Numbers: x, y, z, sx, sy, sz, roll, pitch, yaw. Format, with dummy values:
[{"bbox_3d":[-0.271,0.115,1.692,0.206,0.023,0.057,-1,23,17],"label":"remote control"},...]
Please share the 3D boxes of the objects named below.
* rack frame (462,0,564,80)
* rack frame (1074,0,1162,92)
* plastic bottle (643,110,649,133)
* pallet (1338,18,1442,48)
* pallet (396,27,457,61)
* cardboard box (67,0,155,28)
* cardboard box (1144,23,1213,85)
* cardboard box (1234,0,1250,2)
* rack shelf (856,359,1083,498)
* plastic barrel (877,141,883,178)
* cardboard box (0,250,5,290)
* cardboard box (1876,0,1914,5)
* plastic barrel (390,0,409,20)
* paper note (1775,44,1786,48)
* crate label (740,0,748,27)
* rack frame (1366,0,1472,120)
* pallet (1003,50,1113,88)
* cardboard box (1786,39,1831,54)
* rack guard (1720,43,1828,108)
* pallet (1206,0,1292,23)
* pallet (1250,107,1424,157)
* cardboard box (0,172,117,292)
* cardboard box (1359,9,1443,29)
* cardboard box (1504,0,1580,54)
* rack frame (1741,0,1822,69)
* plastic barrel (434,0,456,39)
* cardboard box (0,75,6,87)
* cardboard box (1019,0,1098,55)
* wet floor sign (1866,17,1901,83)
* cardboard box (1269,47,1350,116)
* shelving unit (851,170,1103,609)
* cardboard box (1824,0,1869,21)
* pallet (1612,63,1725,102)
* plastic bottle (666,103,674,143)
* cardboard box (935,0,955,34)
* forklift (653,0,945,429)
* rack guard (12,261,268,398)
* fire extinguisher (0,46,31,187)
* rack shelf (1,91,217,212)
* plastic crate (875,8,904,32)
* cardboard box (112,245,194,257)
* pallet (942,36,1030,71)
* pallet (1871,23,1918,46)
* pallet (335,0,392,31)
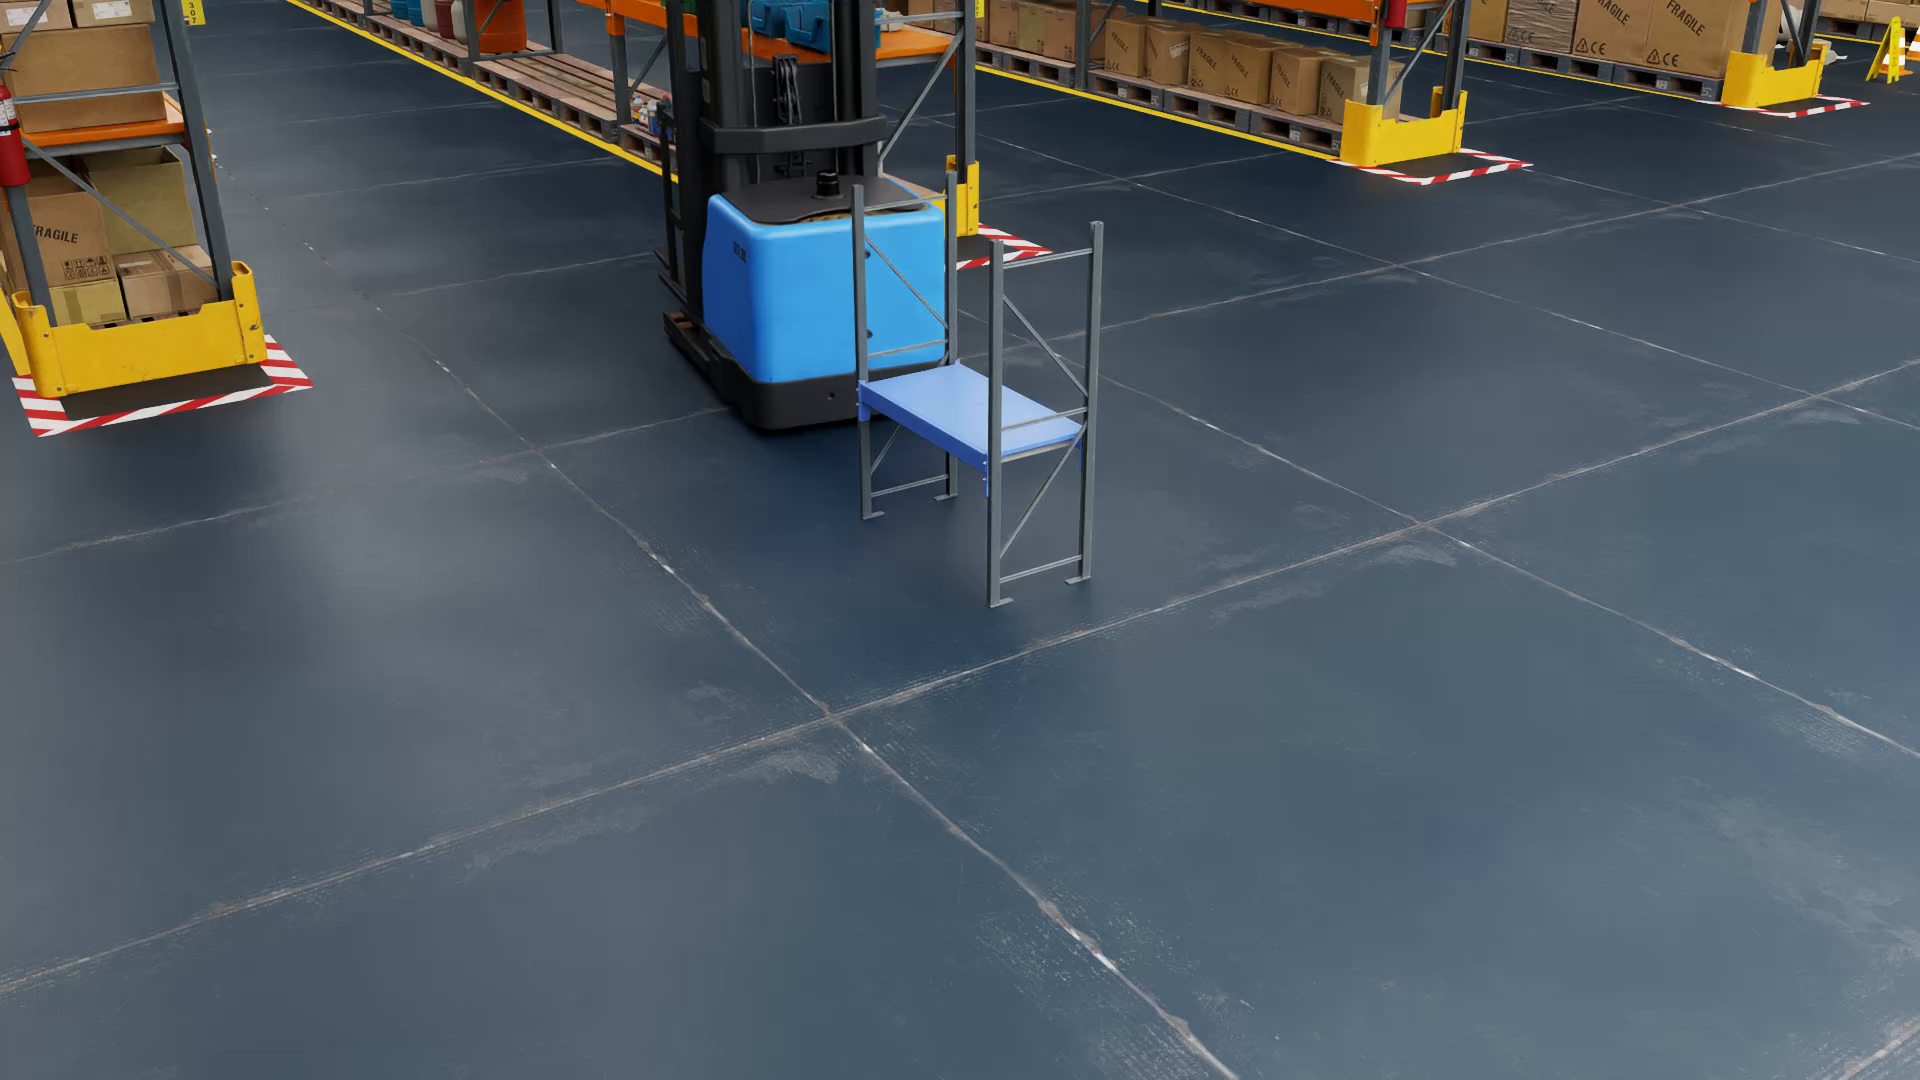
[{"bbox_3d":[-4.712,-6.322,17.128,1.000,3.000,0.127,-16,29,-30],"label":"rack frame"},{"bbox_3d":[1.621,-6.046,16.543,1.000,3.000,0.127,-16,29,-30],"label":"rack frame"},{"bbox_3d":[-2.611,-3.536,13.989,0.097,0.201,0.097,0,25,0],"label":"plastic bottle"},{"bbox_3d":[5.348,-6.163,20.057,1.003,0.211,1.213,-16,29,-30],"label":"pallet"},{"bbox_3d":[-5.839,-5.769,19.224,1.003,0.211,1.213,-16,29,-30],"label":"pallet"},{"bbox_3d":[-4.531,-2.837,8.868,0.380,0.149,0.250,-16,30,-30],"label":"cardboard box"},{"bbox_3d":[2.125,-4.750,16.234,0.500,0.500,0.500,-6,26,-13],"label":"cardboard box"},{"bbox_3d":[3.906,-7.530,21.830,1.050,0.750,0.750,-16,30,-30],"label":"cardboard box"},{"bbox_3d":[0.047,-0.485,6.942,0.538,0.185,1.000,-16,29,-30],"label":"rack shelf"},{"bbox_3d":[-0.768,-2.743,11.969,0.421,0.512,0.421,0,25,0],"label":"plastic barrel"},{"bbox_3d":[-5.595,-1.732,10.133,0.500,0.250,0.500,-16,29,-30],"label":"cardboard box"},{"bbox_3d":[11.164,-6.622,19.613,0.500,0.500,0.500,-14,29,-28],"label":"cardboard box"},{"bbox_3d":[-6.613,-6.795,20.097,0.600,0.901,0.708,-16,29,-30],"label":"plastic barrel"},{"bbox_3d":[9.586,-5.790,19.492,0.148,0.019,0.142,-6,26,-12],"label":"paper note"},{"bbox_3d":[-1.576,-4.072,12.320,0.502,0.435,0.616,-16,29,-30],"label":"crate label"},{"bbox_3d":[3.805,-4.615,13.512,1.000,3.000,0.127,-16,29,-30],"label":"rack frame"},{"bbox_3d":[1.195,-5.063,17.727,1.003,0.211,1.213,-16,29,-30],"label":"pallet"},{"bbox_3d":[9.700,-5.633,19.008,0.380,0.149,0.250,-1,25,-3],"label":"cardboard box"},{"bbox_3d":[8.029,-4.596,16.399,1.175,0.500,0.348,-16,29,-30],"label":"rack guard"},{"bbox_3d":[4.016,-7.036,21.906,1.003,0.211,1.213,-16,29,-30],"label":"pallet"},{"bbox_3d":[3.349,-3.680,14.798,1.003,0.211,1.213,-16,29,-30],"label":"pallet"},{"bbox_3d":[-5.039,-1.716,9.221,0.500,0.500,0.500,-16,29,-30],"label":"cardboard box"},{"bbox_3d":[5.418,-6.539,19.731,1.050,0.750,0.750,-16,29,-30],"label":"cardboard box"},{"bbox_3d":[6.612,-5.832,18.086,0.875,0.875,0.875,-15,29,-29],"label":"cardboard box"},{"bbox_3d":[8.016,-5.735,15.884,1.000,3.000,0.127,-16,29,-30],"label":"rack frame"},{"bbox_3d":[-5.610,-5.996,18.771,0.600,0.588,0.708,-16,29,-30],"label":"plastic barrel"},{"bbox_3d":[-5.032,-2.710,9.359,0.700,0.500,0.500,-15,29,-28],"label":"cardboard box"},{"bbox_3d":[1.059,-5.514,17.829,0.700,0.500,0.500,-16,29,-30],"label":"cardboard box"},{"bbox_3d":[9.690,-5.121,17.342,0.267,0.644,0.232,-22,33,-38],"label":"wet floor sign"},{"bbox_3d":[3.123,-4.108,14.873,0.500,0.500,0.500,-8,26,-16],"label":"cardboard box"},{"bbox_3d":[0.047,-0.648,6.865,0.538,1.500,1.048,-16,29,-30],"label":"shelving unit"},{"bbox_3d":[10.875,-6.470,20.171,0.500,0.250,0.500,-17,30,-31],"label":"cardboard box"},{"bbox_3d":[7.514,-4.741,17.047,1.003,0.211,1.213,-16,29,-30],"label":"pallet"},{"bbox_3d":[-2.333,-3.439,13.610,0.144,0.351,0.185,-17,30,-32],"label":"plastic bottle"},{"bbox_3d":[0.134,-6.114,19.101,0.700,0.500,0.500,-18,31,-34],"label":"cardboard box"},{"bbox_3d":[-1.086,-2.476,9.061,1.130,2.935,3.031,-10,27,-20],"label":"forklift"},{"bbox_3d":[-4.484,-1.169,9.140,1.175,0.500,0.348,-16,29,-30],"label":"rack guard"},{"bbox_3d":[-4.822,-2.122,8.322,0.296,0.674,0.183,-16,29,-30],"label":"fire extinguisher"},{"bbox_3d":[-5.589,-2.698,10.293,1.077,0.370,4.000,-16,29,-30],"label":"rack shelf"},{"bbox_3d":[-0.564,-3.736,11.960,0.298,0.136,0.250,-16,29,-30],"label":"plastic crate"},{"bbox_3d":[-4.880,-1.676,10.015,0.500,0.250,0.500,-16,29,-30],"label":"cardboard box"},{"bbox_3d":[0.525,-5.500,18.652,1.003,0.211,1.213,-16,29,-30],"label":"pallet"},{"bbox_3d":[11.653,-5.989,19.690,1.003,0.211,1.213,-16,29,-30],"label":"pallet"},{"bbox_3d":[-7.330,-6.746,21.292,1.003,0.211,1.213,-16,29,-30],"label":"pallet"}]
